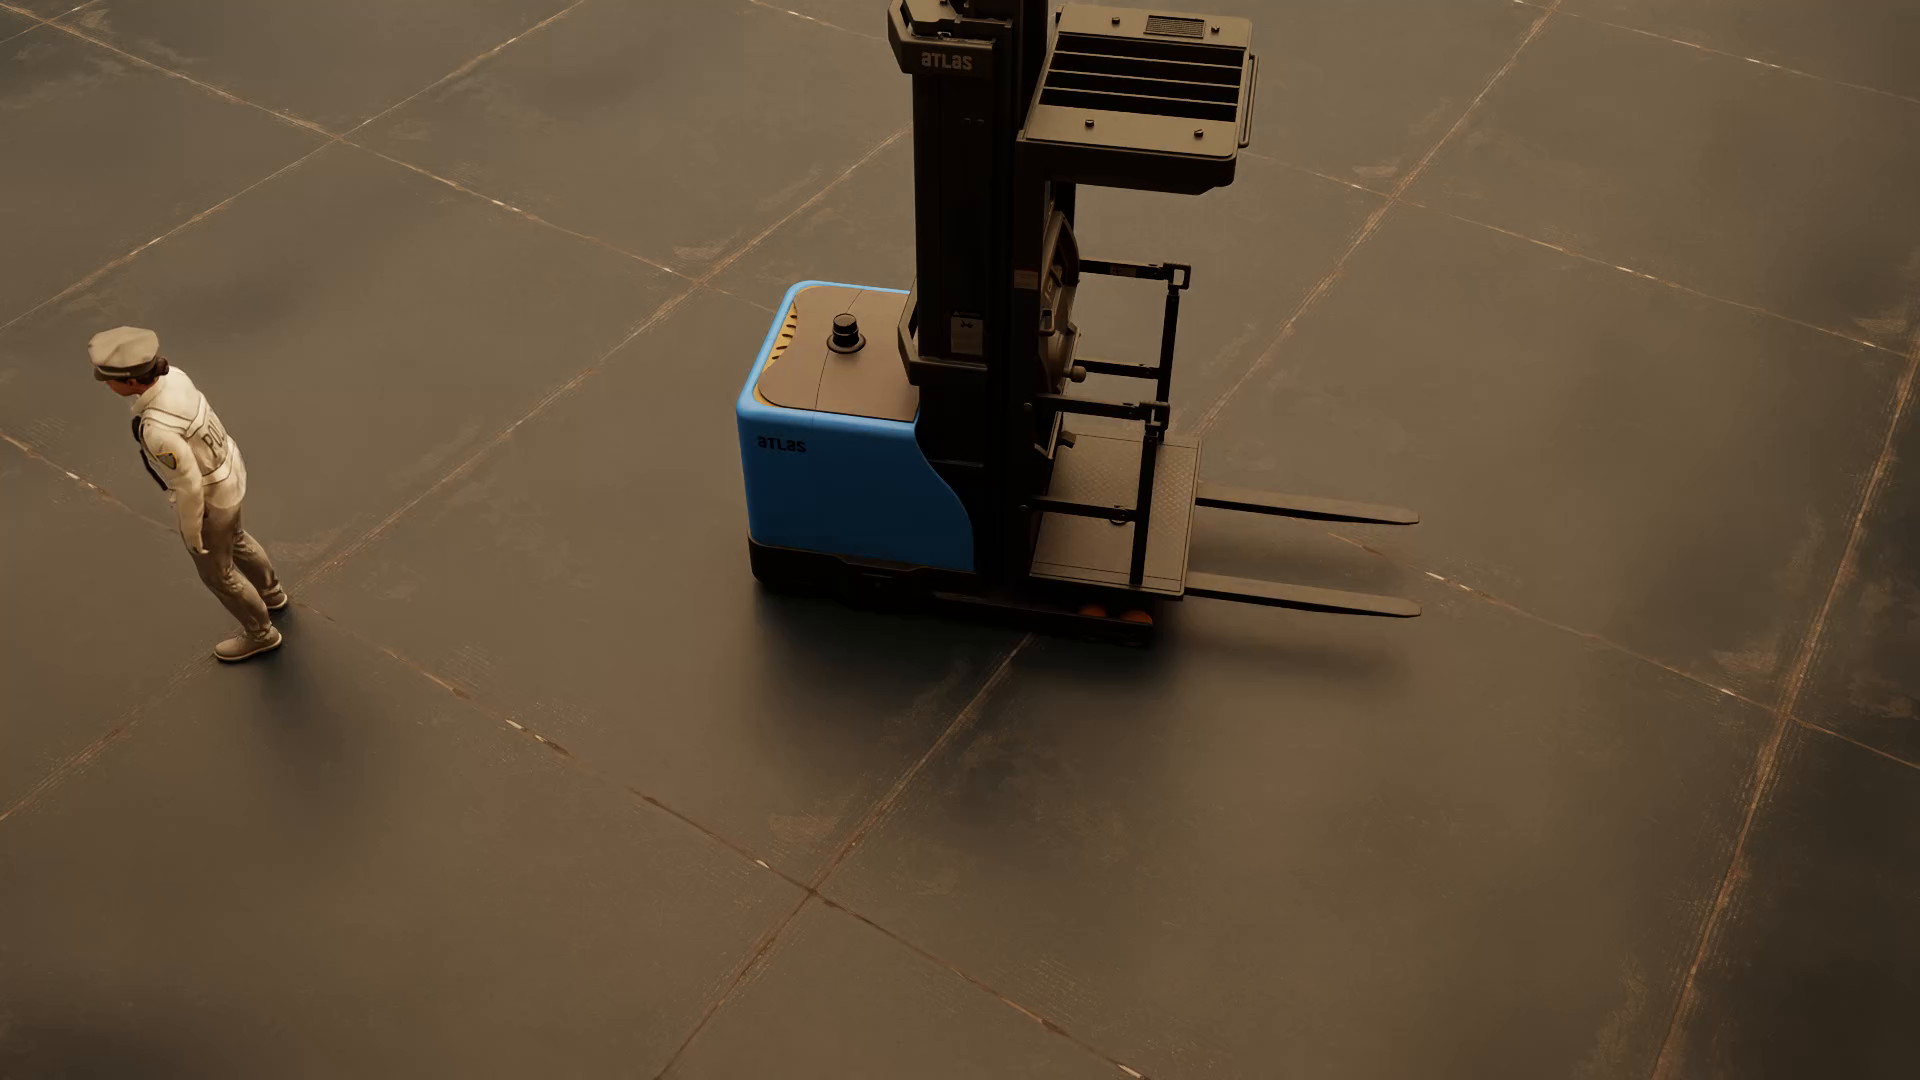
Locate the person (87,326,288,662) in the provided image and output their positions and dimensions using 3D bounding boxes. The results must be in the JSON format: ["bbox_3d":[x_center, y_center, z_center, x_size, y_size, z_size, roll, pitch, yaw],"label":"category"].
[{"bbox_3d":[-3.177,-0.186,6.966,0.374,1.664,0.547,-9,44,-9],"label":"person"}]

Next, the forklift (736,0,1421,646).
[{"bbox_3d":[0.598,-0.987,6.890,3.031,2.935,1.130,7,44,8],"label":"forklift"}]
